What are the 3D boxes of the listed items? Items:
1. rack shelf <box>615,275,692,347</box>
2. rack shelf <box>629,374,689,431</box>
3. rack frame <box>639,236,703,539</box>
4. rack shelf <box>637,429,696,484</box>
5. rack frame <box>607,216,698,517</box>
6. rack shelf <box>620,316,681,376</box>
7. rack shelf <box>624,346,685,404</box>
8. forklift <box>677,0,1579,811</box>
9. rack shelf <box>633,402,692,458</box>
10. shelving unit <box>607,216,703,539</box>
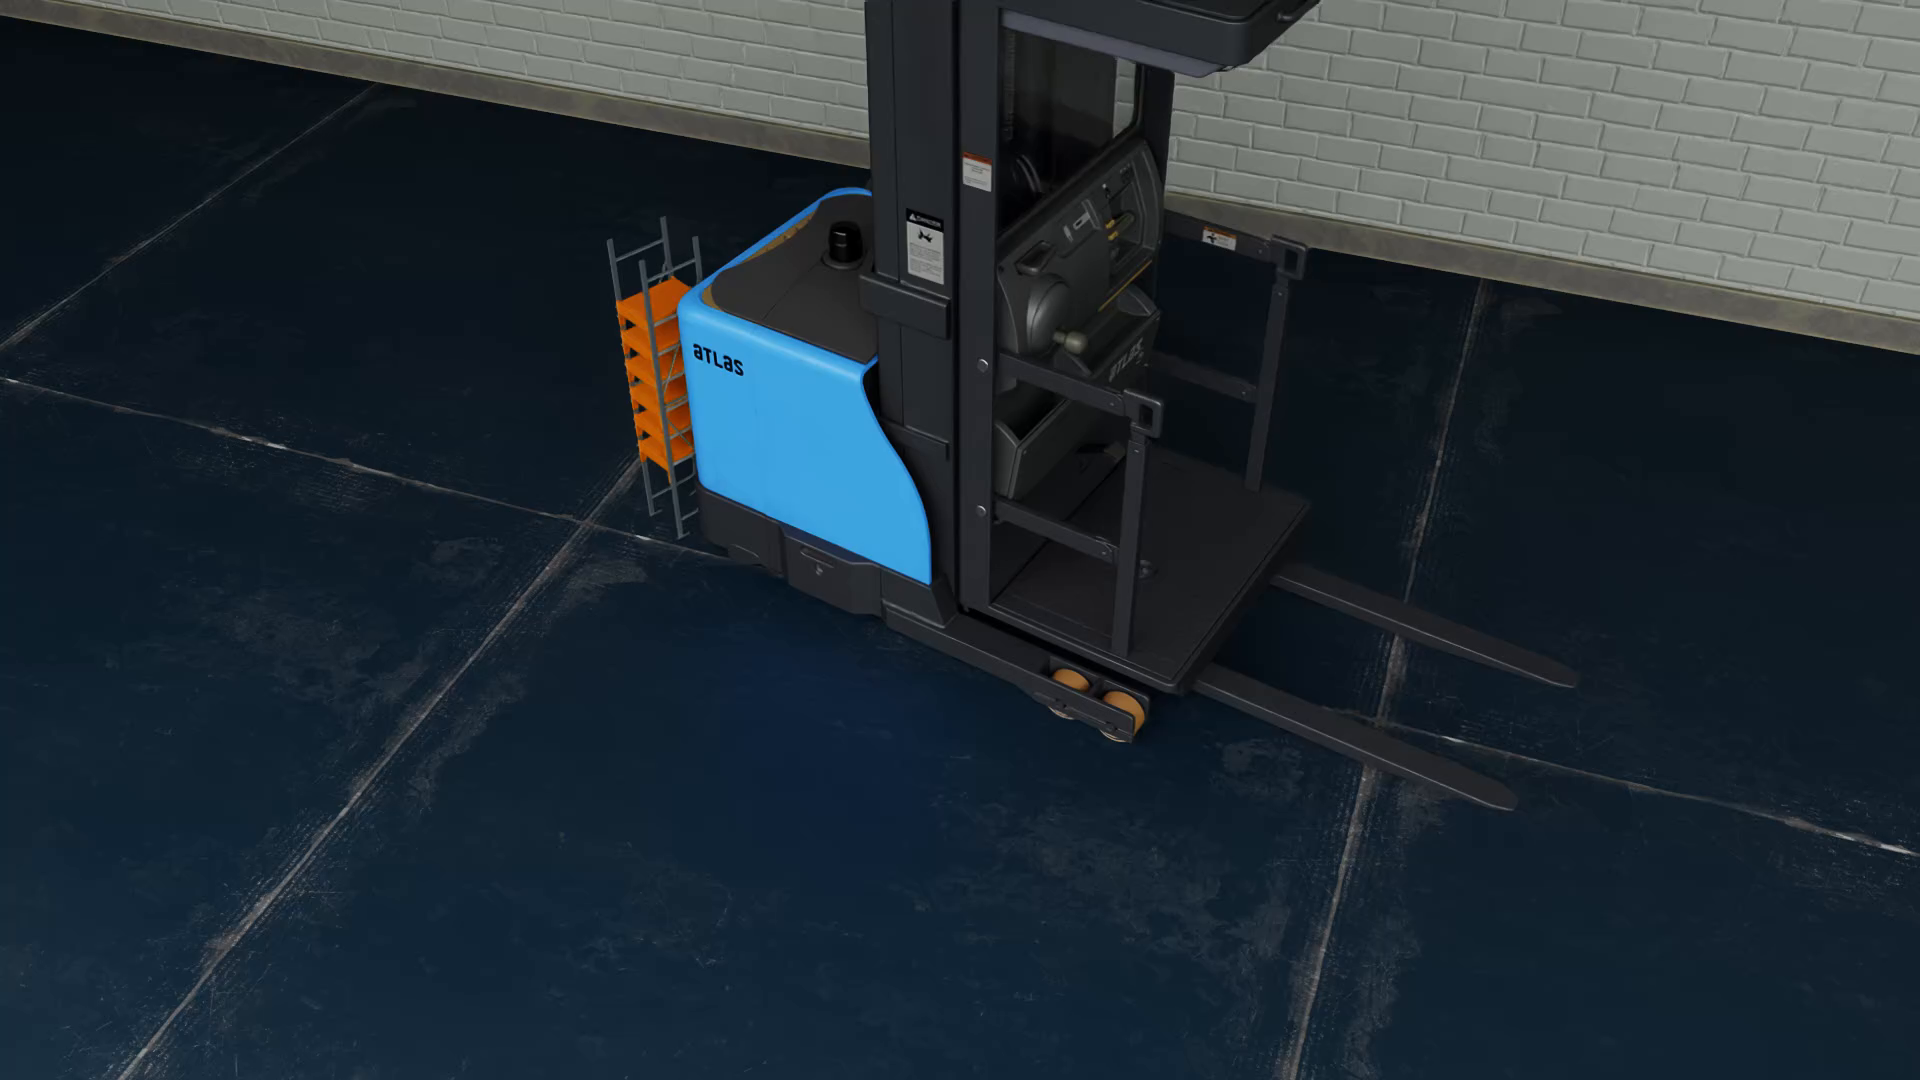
[{"bbox_3d":[-1.034,-0.798,5.775,0.258,0.103,0.180,-32,50,-32],"label":"rack shelf"},{"bbox_3d":[-1.034,-0.524,6.008,0.258,0.103,0.180,-32,50,-32],"label":"rack shelf"},{"bbox_3d":[-0.971,-0.515,5.929,0.240,1.200,0.006,-32,50,-32],"label":"rack frame"},{"bbox_3d":[-1.034,-0.341,6.164,0.258,0.103,0.180,-32,50,-32],"label":"rack shelf"},{"bbox_3d":[-1.098,-0.601,6.030,0.240,1.200,0.006,-32,50,-32],"label":"rack frame"},{"bbox_3d":[-1.034,-0.707,5.852,0.258,0.103,0.180,-32,50,-32],"label":"rack shelf"},{"bbox_3d":[-1.034,-0.615,5.930,0.258,0.103,0.180,-32,50,-32],"label":"rack shelf"},{"bbox_3d":[0.553,-0.848,4.986,3.031,2.935,1.130,22,45,24],"label":"forklift"},{"bbox_3d":[-1.034,-0.433,6.086,0.258,0.103,0.180,-32,50,-32],"label":"rack shelf"},{"bbox_3d":[-1.034,-0.558,5.979,0.258,1.200,0.189,-32,50,-32],"label":"shelving unit"}]
